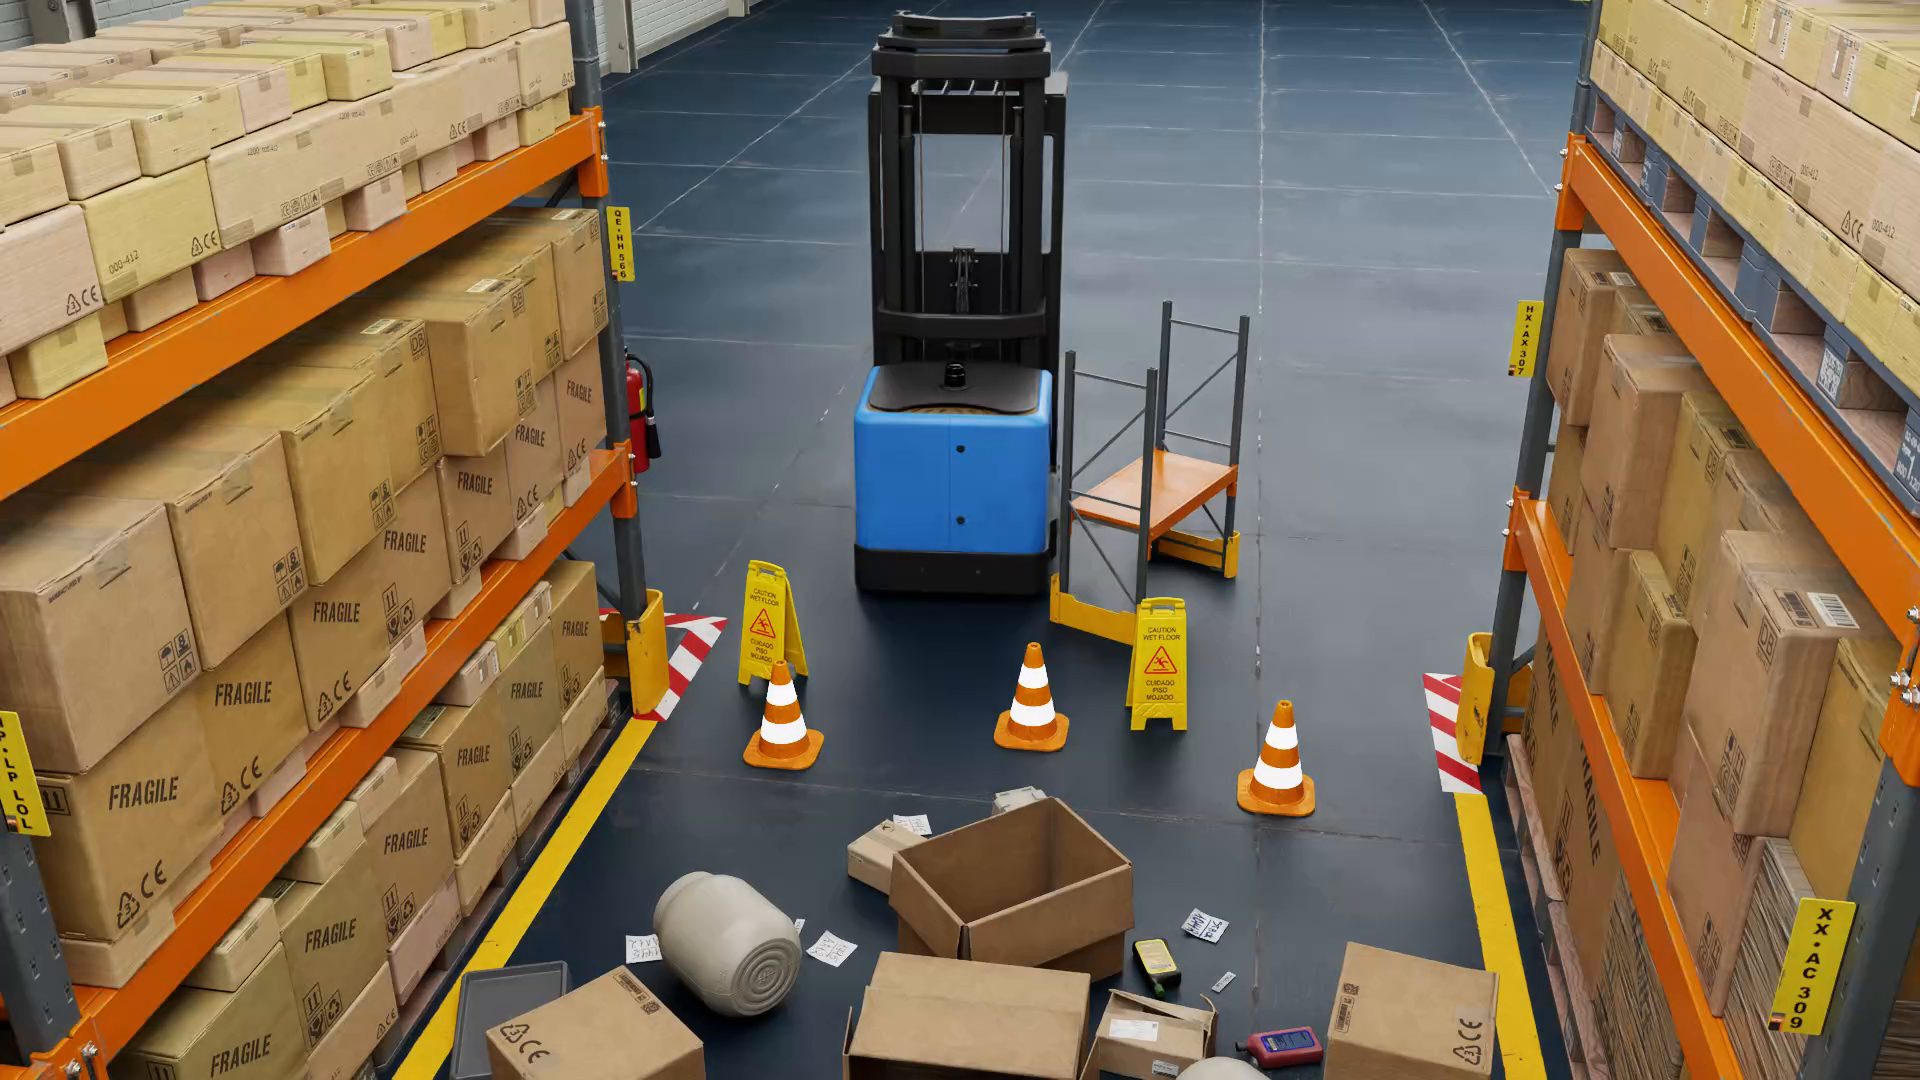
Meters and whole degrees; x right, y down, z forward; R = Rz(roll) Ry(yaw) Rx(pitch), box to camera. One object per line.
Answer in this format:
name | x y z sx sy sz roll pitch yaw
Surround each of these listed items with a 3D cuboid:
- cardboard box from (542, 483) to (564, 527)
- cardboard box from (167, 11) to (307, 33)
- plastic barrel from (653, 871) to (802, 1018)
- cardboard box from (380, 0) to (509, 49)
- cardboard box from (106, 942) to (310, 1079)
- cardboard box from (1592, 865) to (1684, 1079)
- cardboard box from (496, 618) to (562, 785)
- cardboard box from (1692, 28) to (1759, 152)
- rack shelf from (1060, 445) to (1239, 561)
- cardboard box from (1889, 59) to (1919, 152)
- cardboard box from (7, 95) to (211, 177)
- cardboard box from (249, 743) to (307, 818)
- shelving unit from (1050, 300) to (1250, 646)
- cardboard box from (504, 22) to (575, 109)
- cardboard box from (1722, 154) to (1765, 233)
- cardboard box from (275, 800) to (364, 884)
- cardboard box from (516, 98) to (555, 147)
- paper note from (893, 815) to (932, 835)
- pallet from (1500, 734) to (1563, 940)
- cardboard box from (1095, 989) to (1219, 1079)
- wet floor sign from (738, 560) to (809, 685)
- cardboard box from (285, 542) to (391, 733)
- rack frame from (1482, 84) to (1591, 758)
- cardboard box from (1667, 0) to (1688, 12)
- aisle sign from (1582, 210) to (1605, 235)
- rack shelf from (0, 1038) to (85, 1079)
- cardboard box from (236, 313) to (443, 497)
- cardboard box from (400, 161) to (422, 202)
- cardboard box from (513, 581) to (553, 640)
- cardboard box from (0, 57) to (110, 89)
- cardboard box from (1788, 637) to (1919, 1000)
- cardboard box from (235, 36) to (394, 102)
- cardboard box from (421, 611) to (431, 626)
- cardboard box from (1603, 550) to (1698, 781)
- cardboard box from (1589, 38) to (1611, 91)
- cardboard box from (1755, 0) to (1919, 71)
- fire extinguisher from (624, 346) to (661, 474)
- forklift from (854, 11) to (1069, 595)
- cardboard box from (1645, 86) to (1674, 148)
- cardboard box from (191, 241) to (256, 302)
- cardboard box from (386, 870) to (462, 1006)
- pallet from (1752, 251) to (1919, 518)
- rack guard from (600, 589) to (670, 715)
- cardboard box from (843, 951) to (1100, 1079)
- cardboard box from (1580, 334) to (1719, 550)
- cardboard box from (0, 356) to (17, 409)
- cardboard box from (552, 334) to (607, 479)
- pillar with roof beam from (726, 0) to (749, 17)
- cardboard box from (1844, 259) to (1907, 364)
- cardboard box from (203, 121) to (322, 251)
cardboard box | -1.861 -0.157 6.844 0.380 0.149 0.250 4 25 8
cardboard box | -2.463 -1.716 5.696 0.380 0.149 0.250 4 25 8
plastic barrel | -0.860 1.474 6.102 0.421 0.421 0.512 -20 32 -36
cardboard box | -1.883 -1.893 6.073 0.380 0.149 0.250 4 25 8
cardboard box | -2.306 1.499 4.874 0.500 0.500 0.500 5 26 11
cardboard box | 2.546 1.448 5.128 0.875 0.875 0.875 4 25 9
cardboard box | -1.971 0.625 6.739 0.500 0.500 0.500 5 26 10
cardboard box | 2.306 -1.205 4.460 0.500 0.250 0.500 4 25 8
rack shelf | 1.021 -0.212 8.859 0.538 0.185 1.000 16 30 31
cardboard box | 2.017 -0.810 3.147 0.380 0.149 0.250 4 25 8
cardboard box | -2.161 -1.032 4.235 0.380 0.149 0.250 4 25 8
cardboard box | -2.223 0.692 5.030 0.380 0.149 0.250 5 26 10
shelving unit | 1.016 -0.372 8.776 0.587 1.500 1.083 16 30 31
cardboard box | -1.833 -1.854 6.461 0.500 0.250 0.500 4 25 8
cardboard box | 2.181 -0.876 4.227 0.380 0.149 0.250 4 25 8
cardboard box | -2.145 0.942 5.298 0.380 0.149 0.250 5 26 11
cardboard box | -1.806 -1.632 6.456 0.380 0.149 0.250 4 25 9
paper note | -0.206 1.216 7.116 0.148 0.019 0.142 -5 25 -10
pallet | 2.831 1.242 6.848 1.003 0.211 1.213 4 25 9
cardboard box | 0.695 1.704 5.797 0.396 0.266 0.258 8 26 18
wet floor sign | -0.929 0.399 8.136 0.267 0.644 0.232 13 28 26
cardboard box | -2.168 0.246 5.218 0.500 0.500 0.500 4 25 8
rack frame | 2.884 -0.361 6.983 1.000 3.000 0.127 4 25 9
cardboard box | 2.349 -1.660 4.962 0.380 0.149 0.250 4 25 8
aisle sign | 2.600 -1.589 6.540 0.394 0.787 0.004 4 25 9
rack shelf | -2.996 2.173 2.417 1.077 0.370 4.000 4 25 9
cardboard box | -2.174 -0.435 5.493 0.700 0.500 0.500 4 25 8
cardboard box | -2.035 -1.204 5.543 0.380 0.149 0.250 3 25 7
cardboard box | -1.883 0.271 6.731 0.380 0.149 0.250 5 26 10
cardboard box | -2.687 -1.290 4.785 0.380 0.149 0.250 4 25 9
cardboard box | 2.325 0.603 3.473 0.875 0.550 0.550 4 25 9
cardboard box | -1.997 -1.462 5.153 0.380 0.149 0.250 5 25 10
cardboard box | -2.135 0.261 5.950 0.380 0.149 0.250 4 25 9
cardboard box | 2.539 0.411 5.157 0.875 0.550 0.500 4 25 9
cardboard box | 2.512 -1.720 6.031 0.380 0.149 0.250 4 25 9
cardboard box | 2.183 -1.232 4.049 0.380 0.149 0.250 4 25 8
fire extinguisher | -1.542 -0.643 7.676 0.296 0.674 0.183 4 25 9
forklift | 0.057 -1.619 9.751 1.130 2.935 3.031 2 25 4
cardboard box | 2.347 -1.298 5.129 0.380 0.149 0.250 4 25 9
cardboard box | -2.212 -0.777 4.629 0.380 0.149 0.250 3 25 7
cardboard box | -2.146 1.392 5.986 0.500 0.250 0.500 4 25 8
pallet | 2.375 -0.348 3.522 1.003 0.211 1.213 4 25 9
rack guard | -2.028 0.502 8.088 1.175 0.500 0.348 4 25 9
cardboard box | 0.050 1.709 5.345 0.797 0.637 0.503 4 25 9
cardboard box | 2.561 -0.304 5.411 0.875 0.550 0.550 4 25 9
cardboard box | -2.373 -0.348 3.714 0.380 0.149 0.250 4 25 8
cardboard box | -1.832 -0.596 7.016 0.500 0.500 0.500 4 25 8
pillar with roof beam | 0.253 -13.232 27.404 9.100 9.000 0.400 4 25 9
cardboard box | 2.016 -0.448 3.314 0.380 0.149 0.250 4 25 9
cardboard box | -2.157 -1.004 4.645 0.500 0.250 0.500 4 25 9
